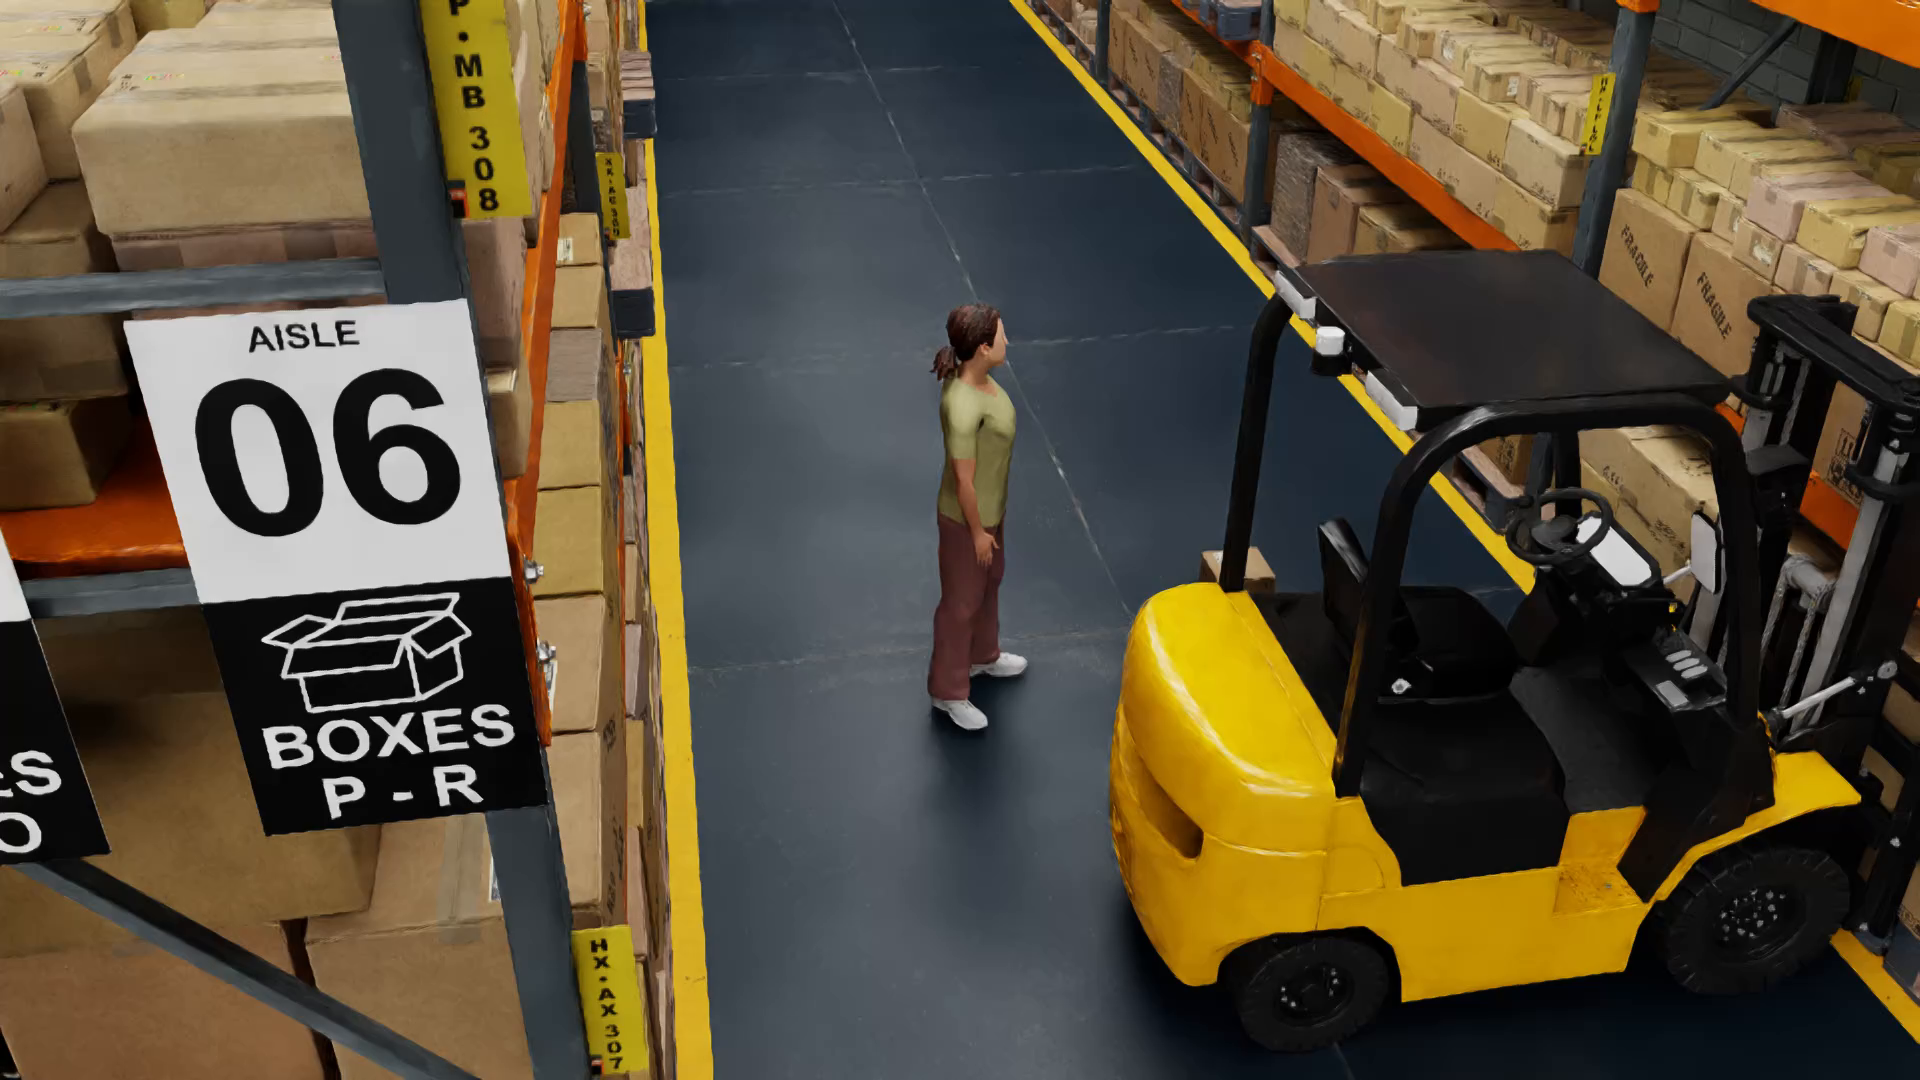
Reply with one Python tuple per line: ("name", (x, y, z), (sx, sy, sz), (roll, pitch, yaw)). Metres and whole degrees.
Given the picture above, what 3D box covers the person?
("person", (0.067, -0.106, 6.270), (0.366, 1.681, 0.538), (4, 31, 7))
